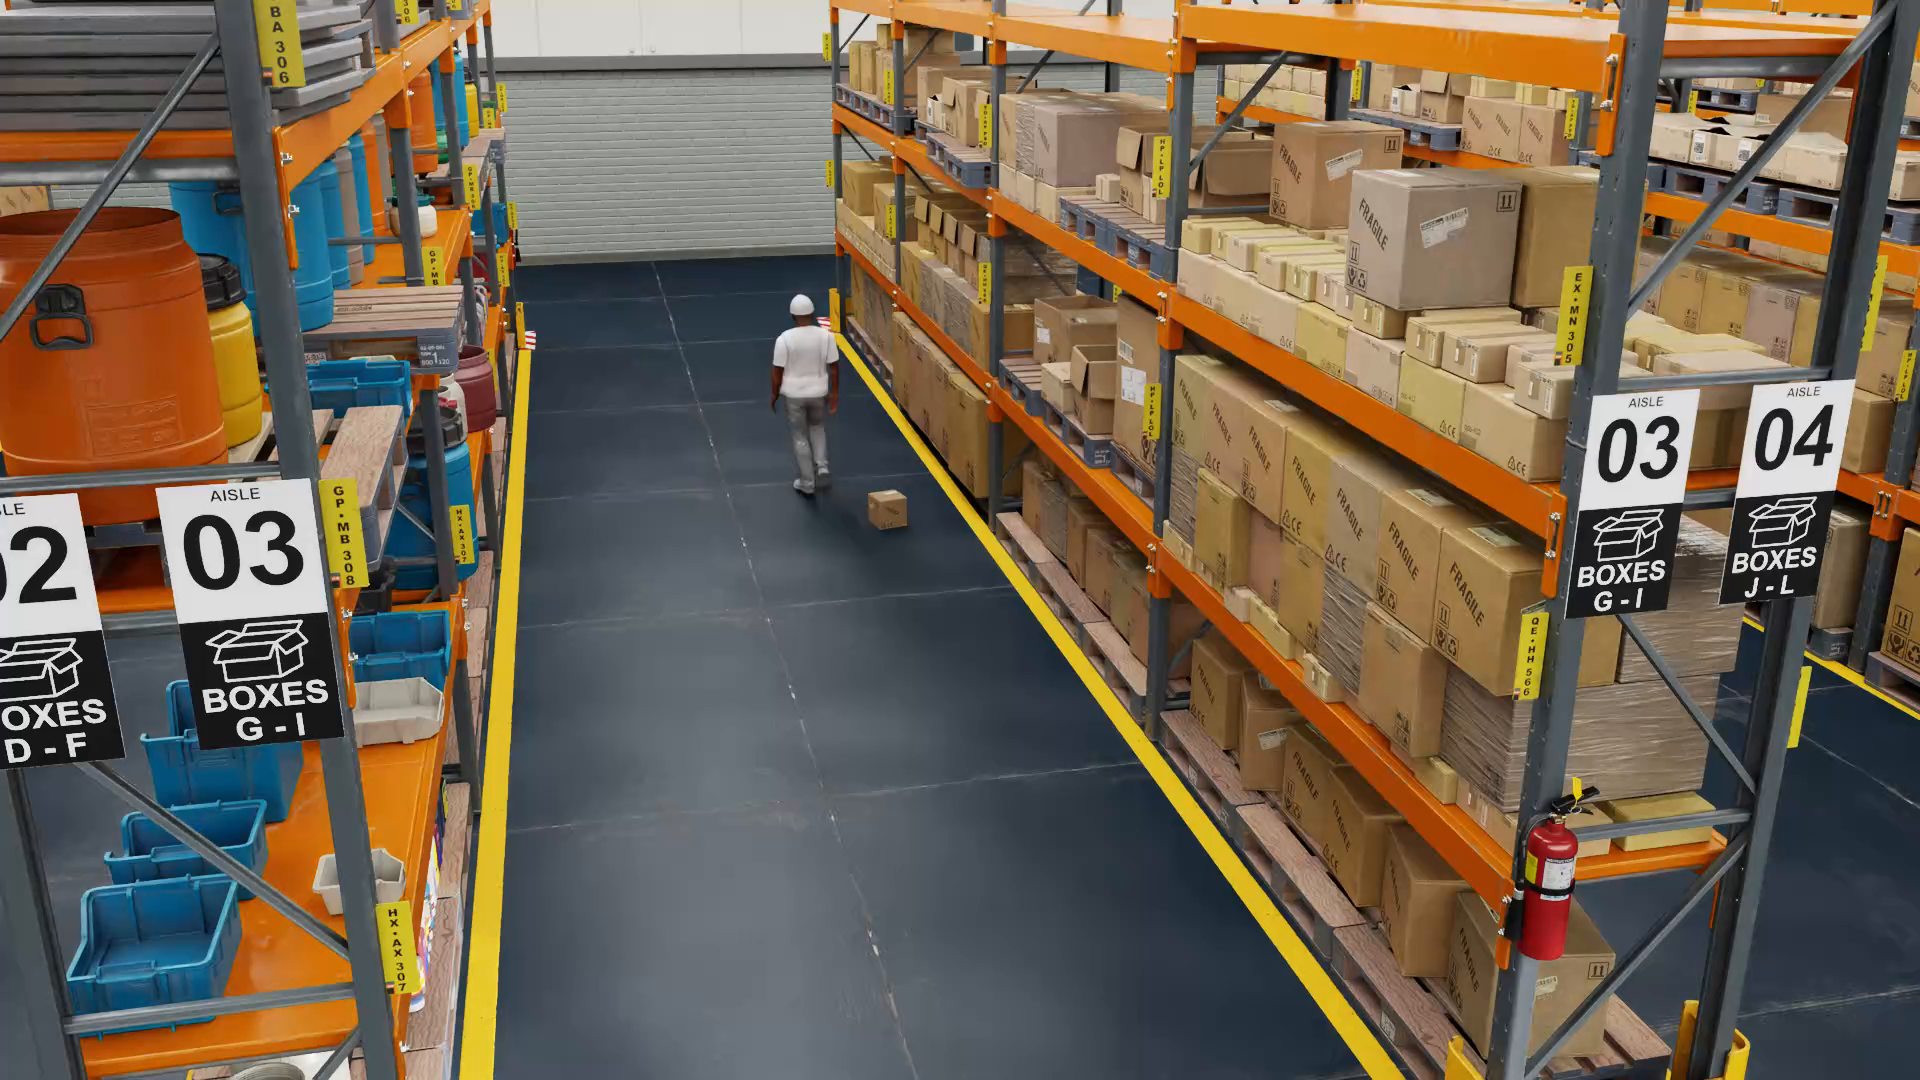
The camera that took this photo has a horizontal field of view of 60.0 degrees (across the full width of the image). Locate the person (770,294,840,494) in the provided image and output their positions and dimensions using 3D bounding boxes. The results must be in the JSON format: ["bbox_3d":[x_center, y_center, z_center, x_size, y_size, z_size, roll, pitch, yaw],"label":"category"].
[{"bbox_3d":[-1.376,-1.287,14.622,0.578,1.781,0.458,-8,21,-21],"label":"person"}]
